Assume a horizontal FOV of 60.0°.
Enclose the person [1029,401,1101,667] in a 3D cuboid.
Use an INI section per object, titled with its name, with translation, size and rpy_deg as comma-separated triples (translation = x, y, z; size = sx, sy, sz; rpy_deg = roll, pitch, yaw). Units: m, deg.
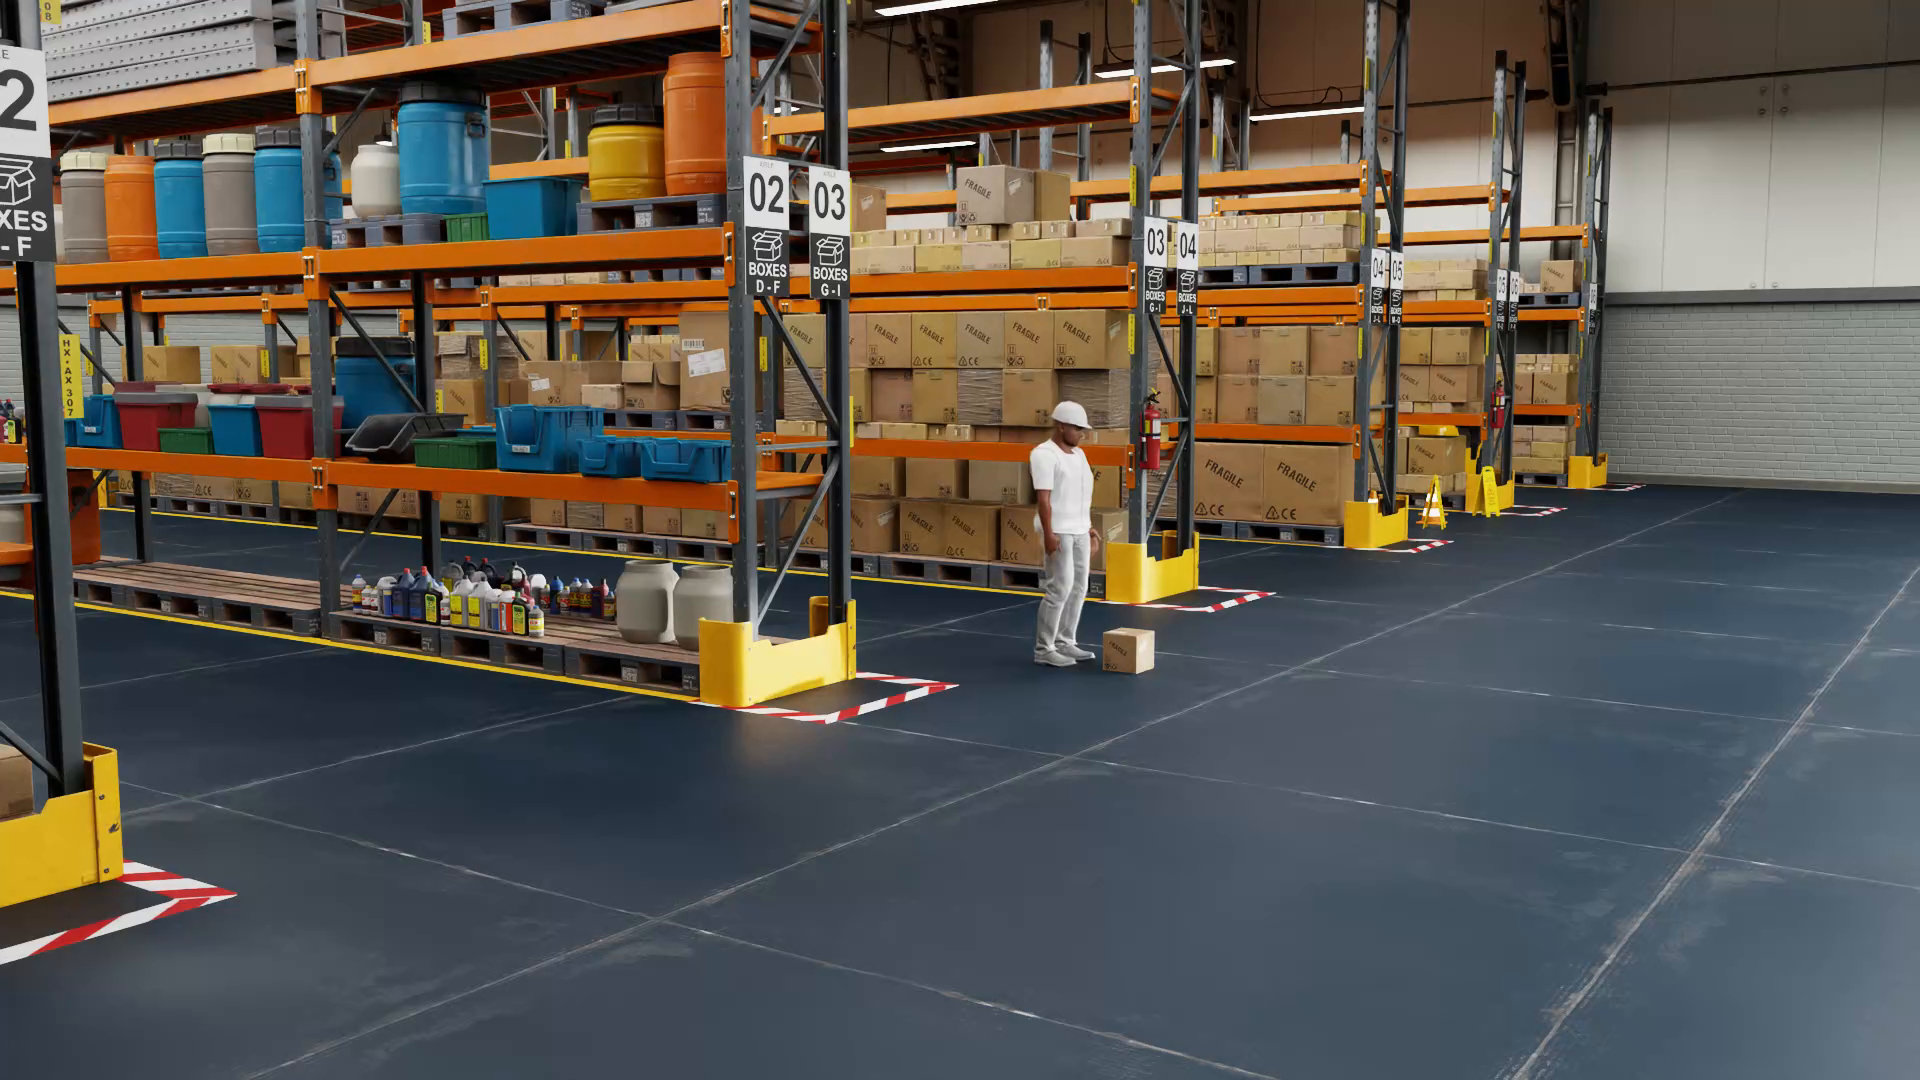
[person]
translation = 0.707, -0.052, 11.180
size = 0.368, 1.758, 0.568
rpy_deg = 4, 8, 35
